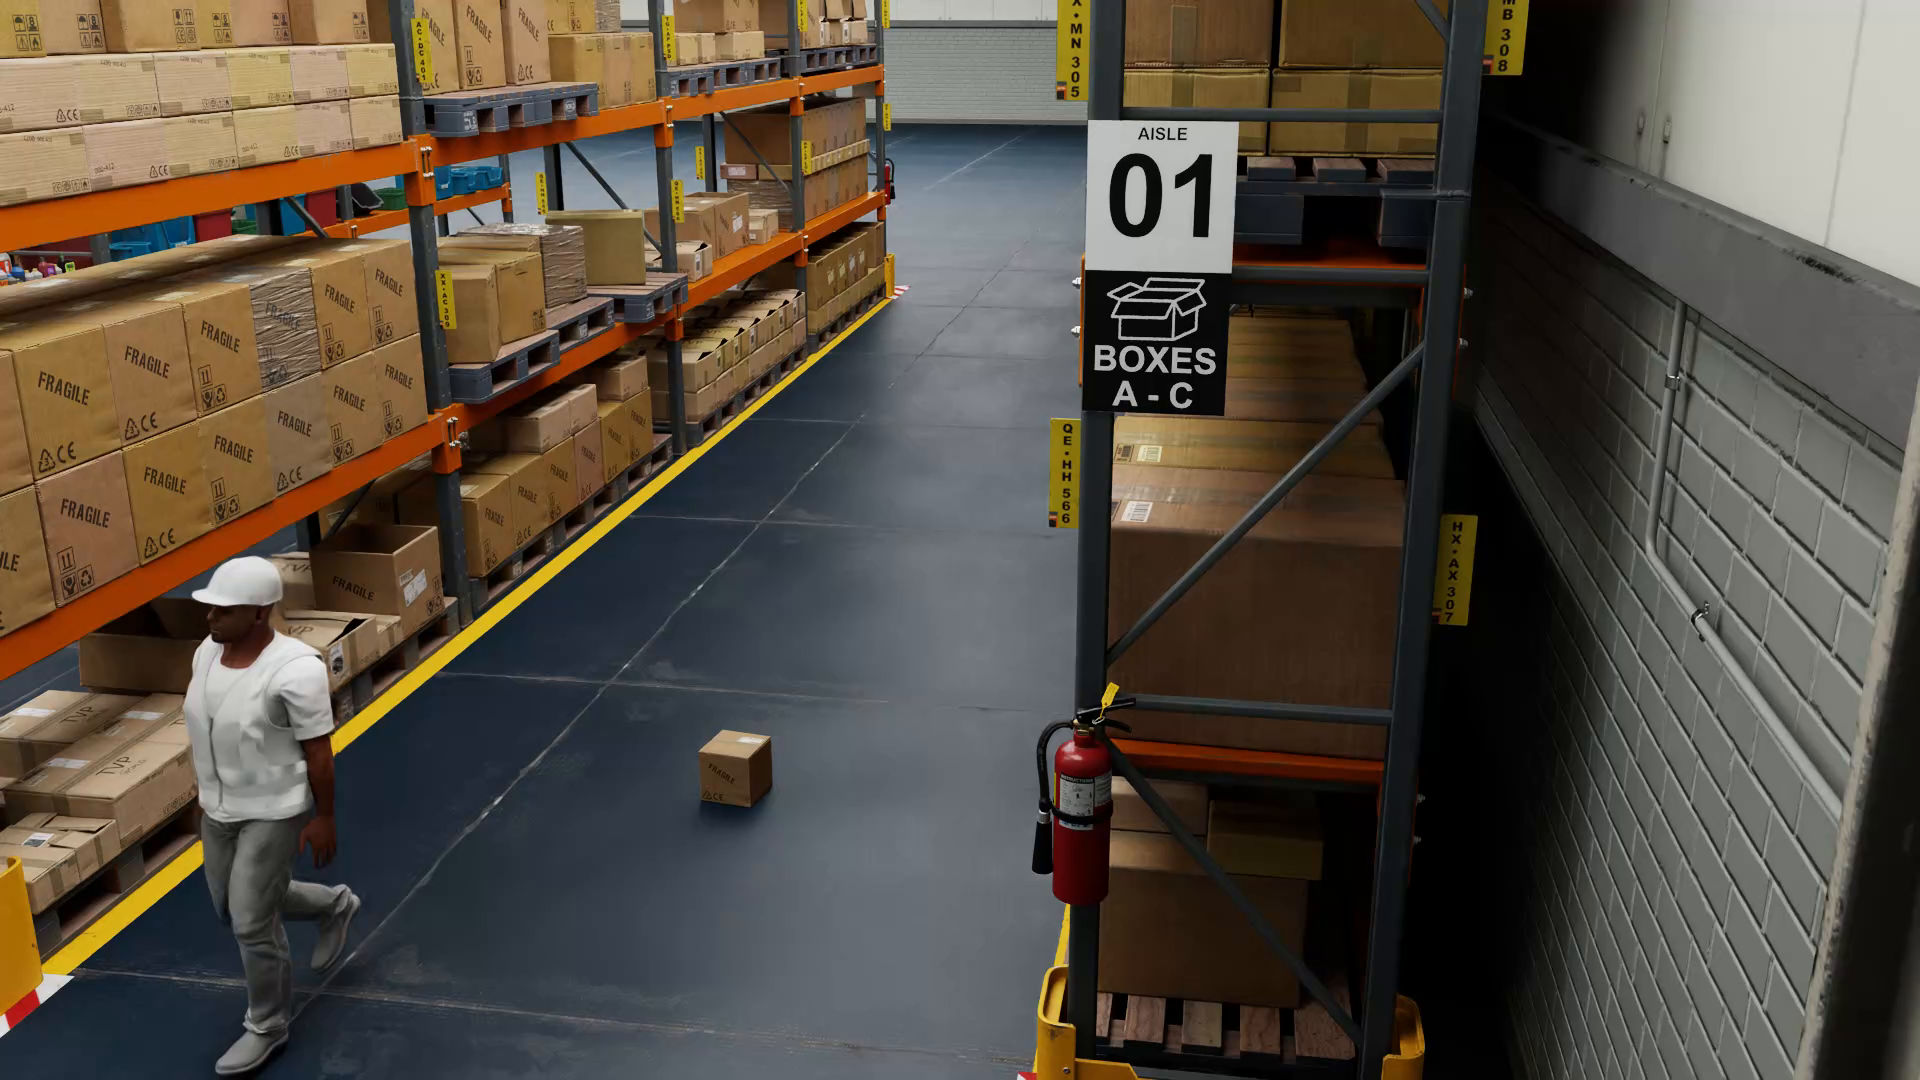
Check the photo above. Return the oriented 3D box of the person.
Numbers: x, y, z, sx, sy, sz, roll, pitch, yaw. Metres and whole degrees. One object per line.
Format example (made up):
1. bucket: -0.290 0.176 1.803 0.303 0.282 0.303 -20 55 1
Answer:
1. person: -2.387 0.888 5.710 0.577 1.748 0.787 9 20 26
